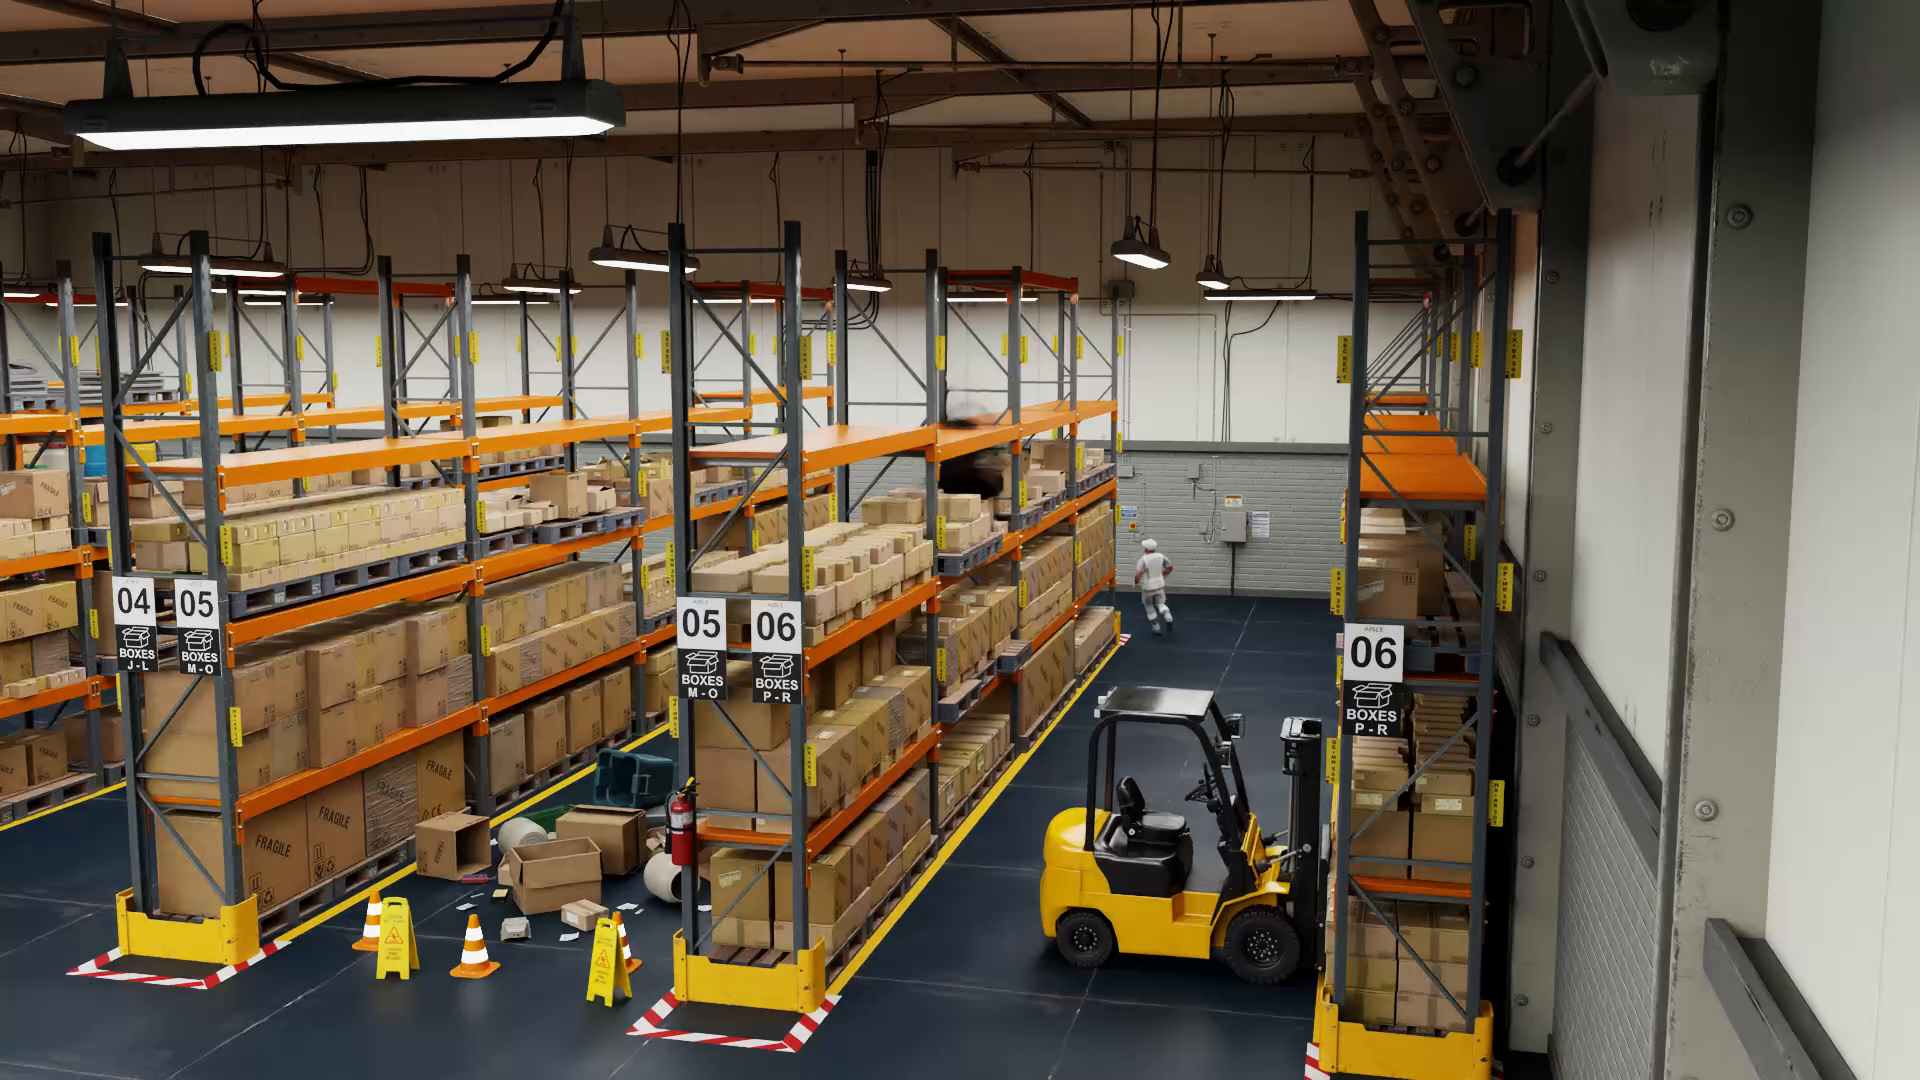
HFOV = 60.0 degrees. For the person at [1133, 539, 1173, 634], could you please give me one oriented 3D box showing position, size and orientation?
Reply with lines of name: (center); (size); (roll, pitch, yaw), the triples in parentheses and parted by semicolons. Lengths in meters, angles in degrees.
person: (3.310, 0.805, 28.804); (0.730, 1.700, 0.707); (-2, 7, -13)
